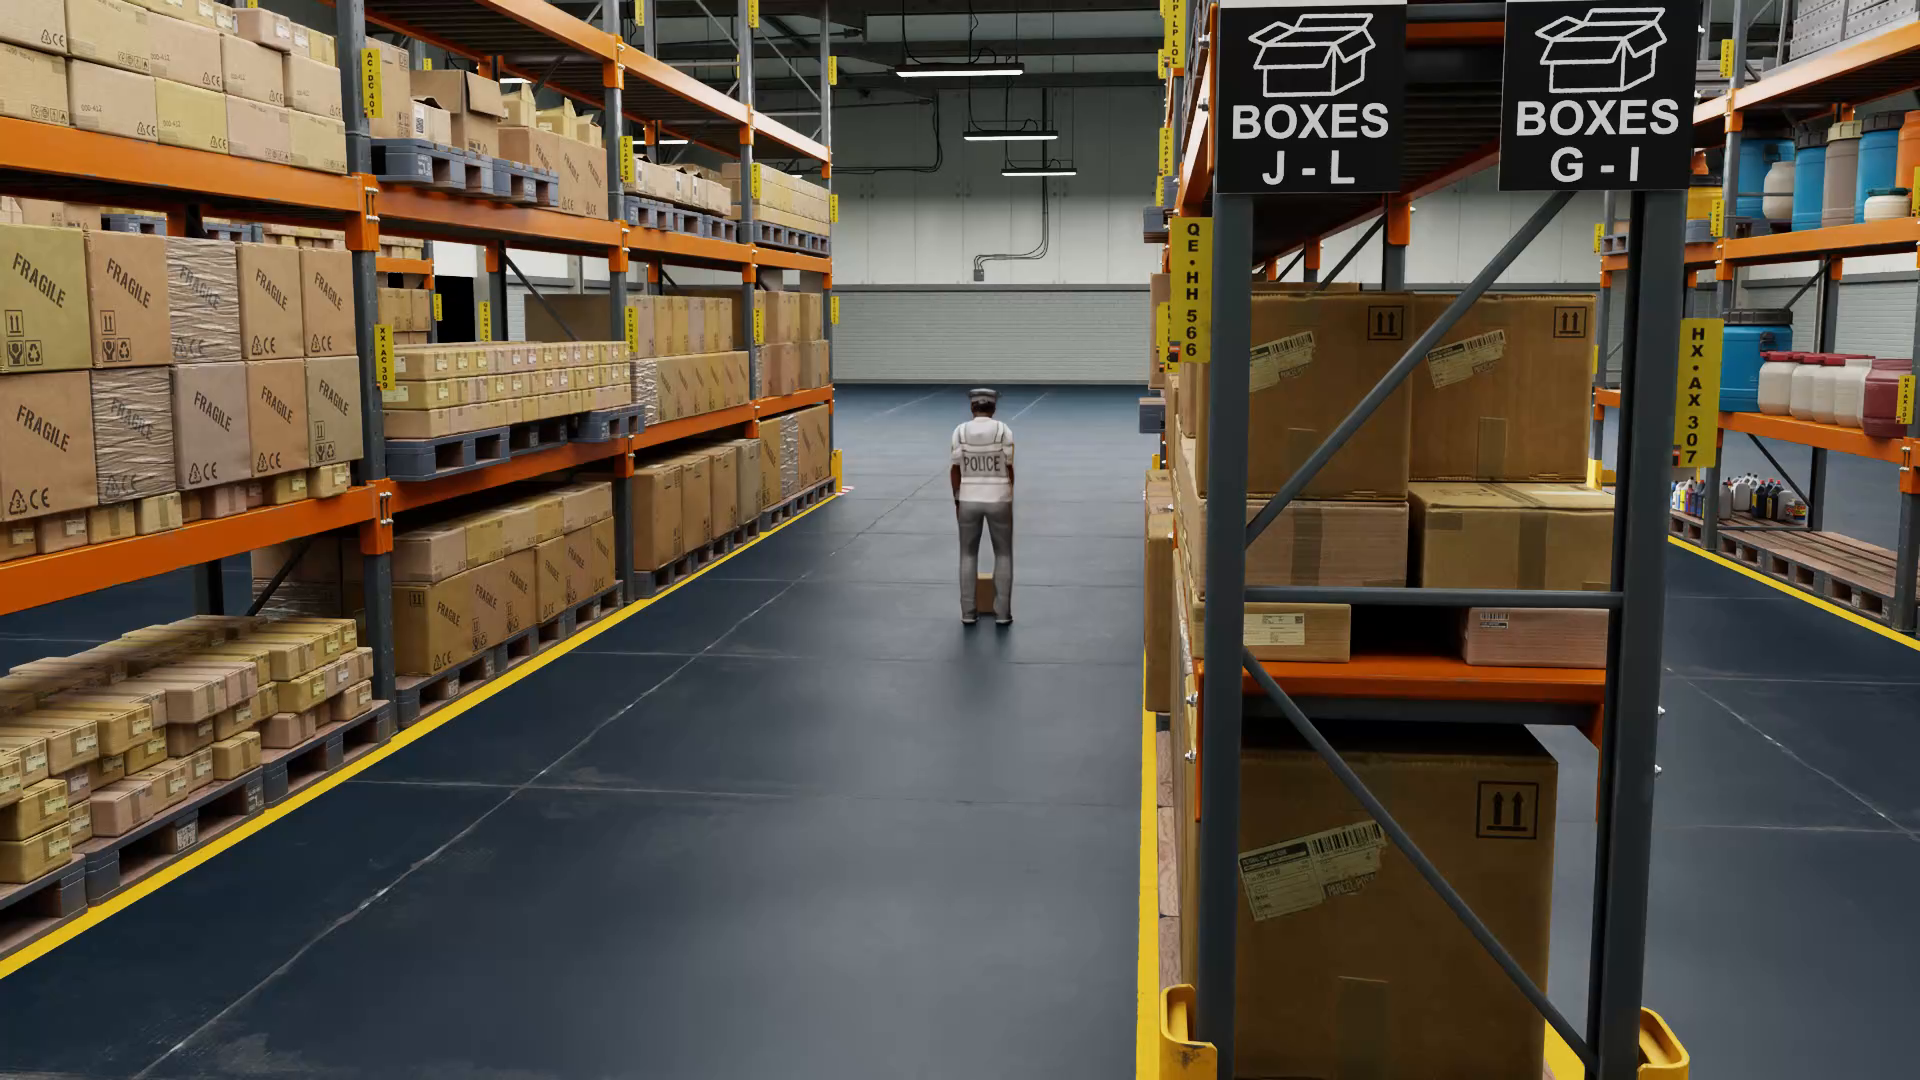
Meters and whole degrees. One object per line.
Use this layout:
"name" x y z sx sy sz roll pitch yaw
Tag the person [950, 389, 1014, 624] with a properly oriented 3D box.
"person" 0.156 -0.229 11.619 0.448 1.641 0.394 1 8 8
